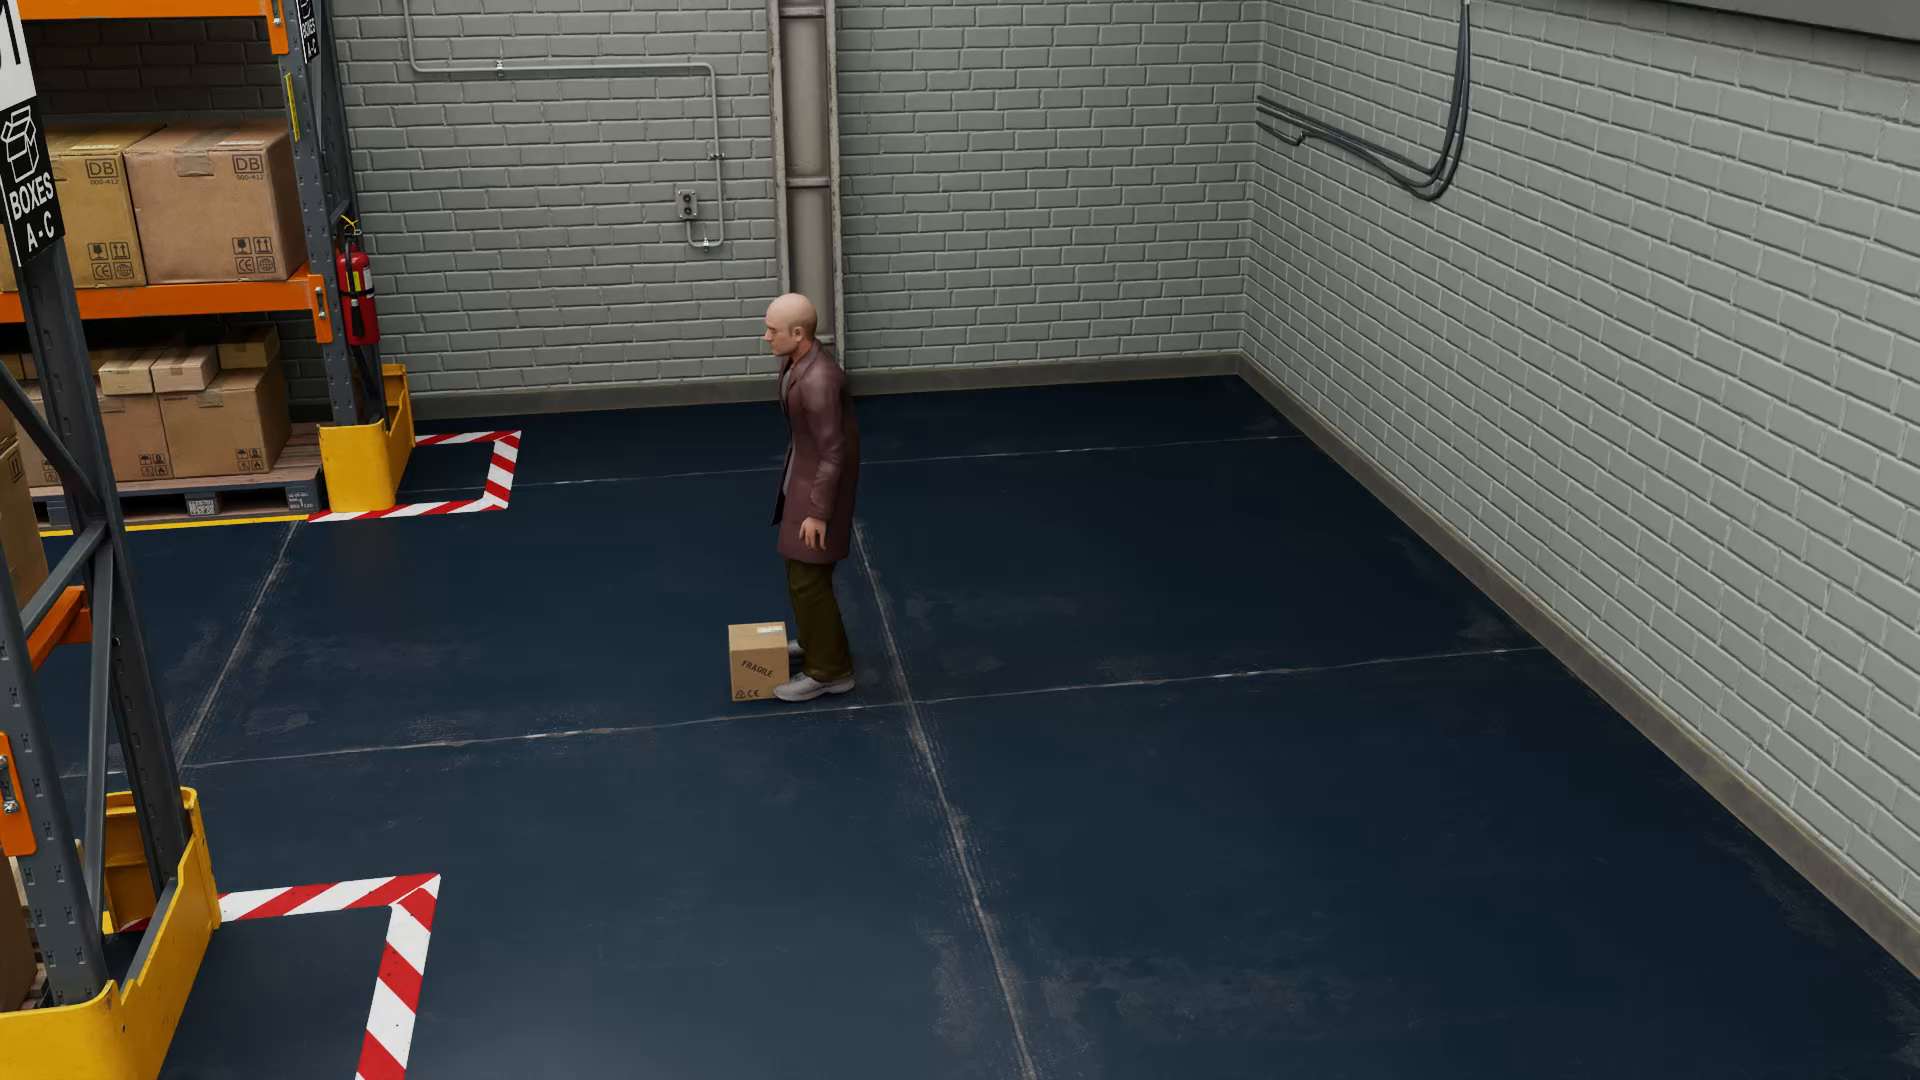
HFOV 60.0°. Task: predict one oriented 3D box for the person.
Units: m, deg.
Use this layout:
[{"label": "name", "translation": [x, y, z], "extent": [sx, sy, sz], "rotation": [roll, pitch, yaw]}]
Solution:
[{"label": "person", "translation": [-0.638, -0.186, 7.055], "extent": [0.429, 1.772, 0.648], "rotation": [-6, 24, -13]}]
